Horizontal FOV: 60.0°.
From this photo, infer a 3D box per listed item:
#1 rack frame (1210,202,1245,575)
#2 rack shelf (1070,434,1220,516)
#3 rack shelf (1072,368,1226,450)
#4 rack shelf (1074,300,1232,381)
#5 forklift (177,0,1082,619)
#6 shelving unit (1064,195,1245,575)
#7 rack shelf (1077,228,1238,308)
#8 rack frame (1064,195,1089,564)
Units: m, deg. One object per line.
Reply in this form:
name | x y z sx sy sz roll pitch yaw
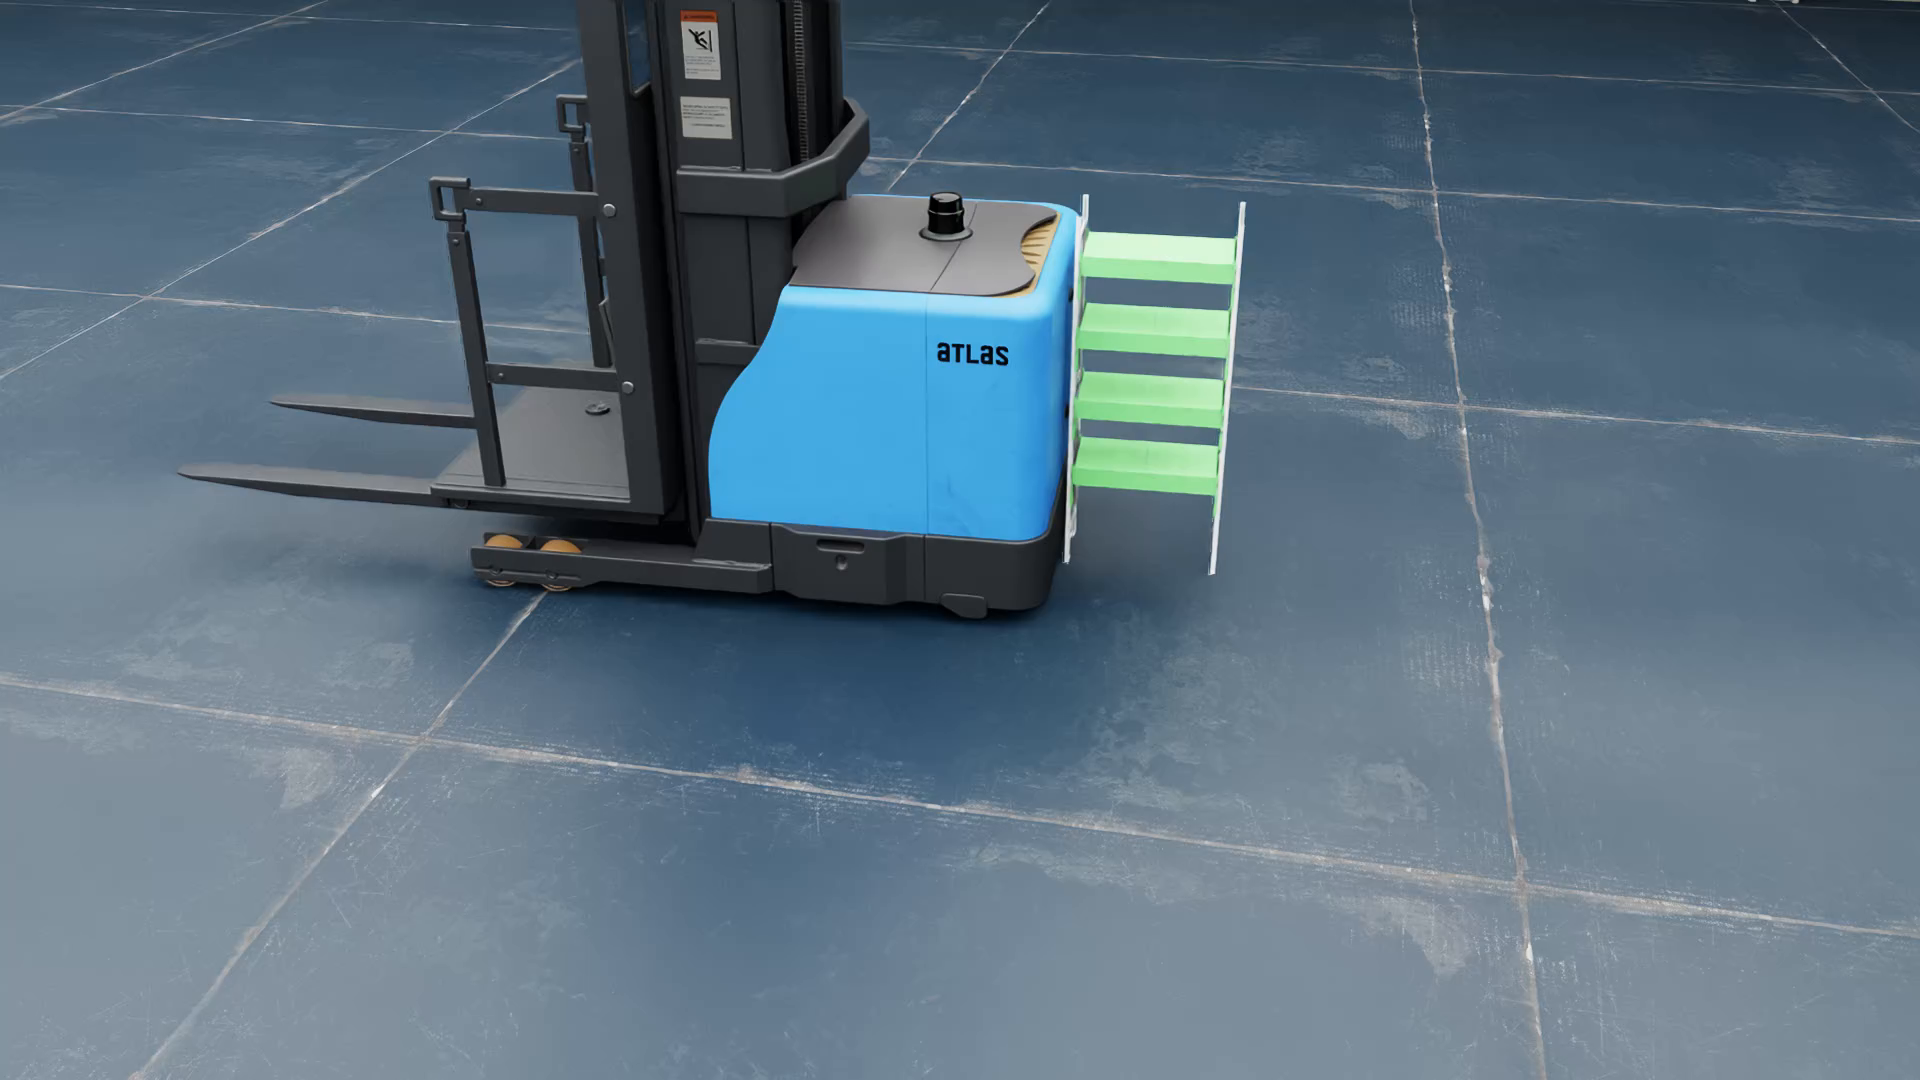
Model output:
rack frame | 0.860 -0.466 5.352 0.015 1.200 0.240 5 29 8
rack shelf | 0.619 -0.219 5.533 0.480 0.148 0.258 5 29 8
rack shelf | 0.619 -0.429 5.418 0.480 0.148 0.258 5 29 8
rack shelf | 0.619 -0.640 5.302 0.480 0.148 0.258 5 29 8
forklift | -1.145 -1.361 5.184 3.031 2.935 1.130 5 29 8
shelving unit | 0.619 -0.485 5.387 0.503 1.200 0.258 5 29 8
rack shelf | 0.619 -0.850 5.187 0.480 0.148 0.258 5 29 8
rack frame | 0.378 -0.504 5.422 0.015 1.200 0.240 5 29 8
